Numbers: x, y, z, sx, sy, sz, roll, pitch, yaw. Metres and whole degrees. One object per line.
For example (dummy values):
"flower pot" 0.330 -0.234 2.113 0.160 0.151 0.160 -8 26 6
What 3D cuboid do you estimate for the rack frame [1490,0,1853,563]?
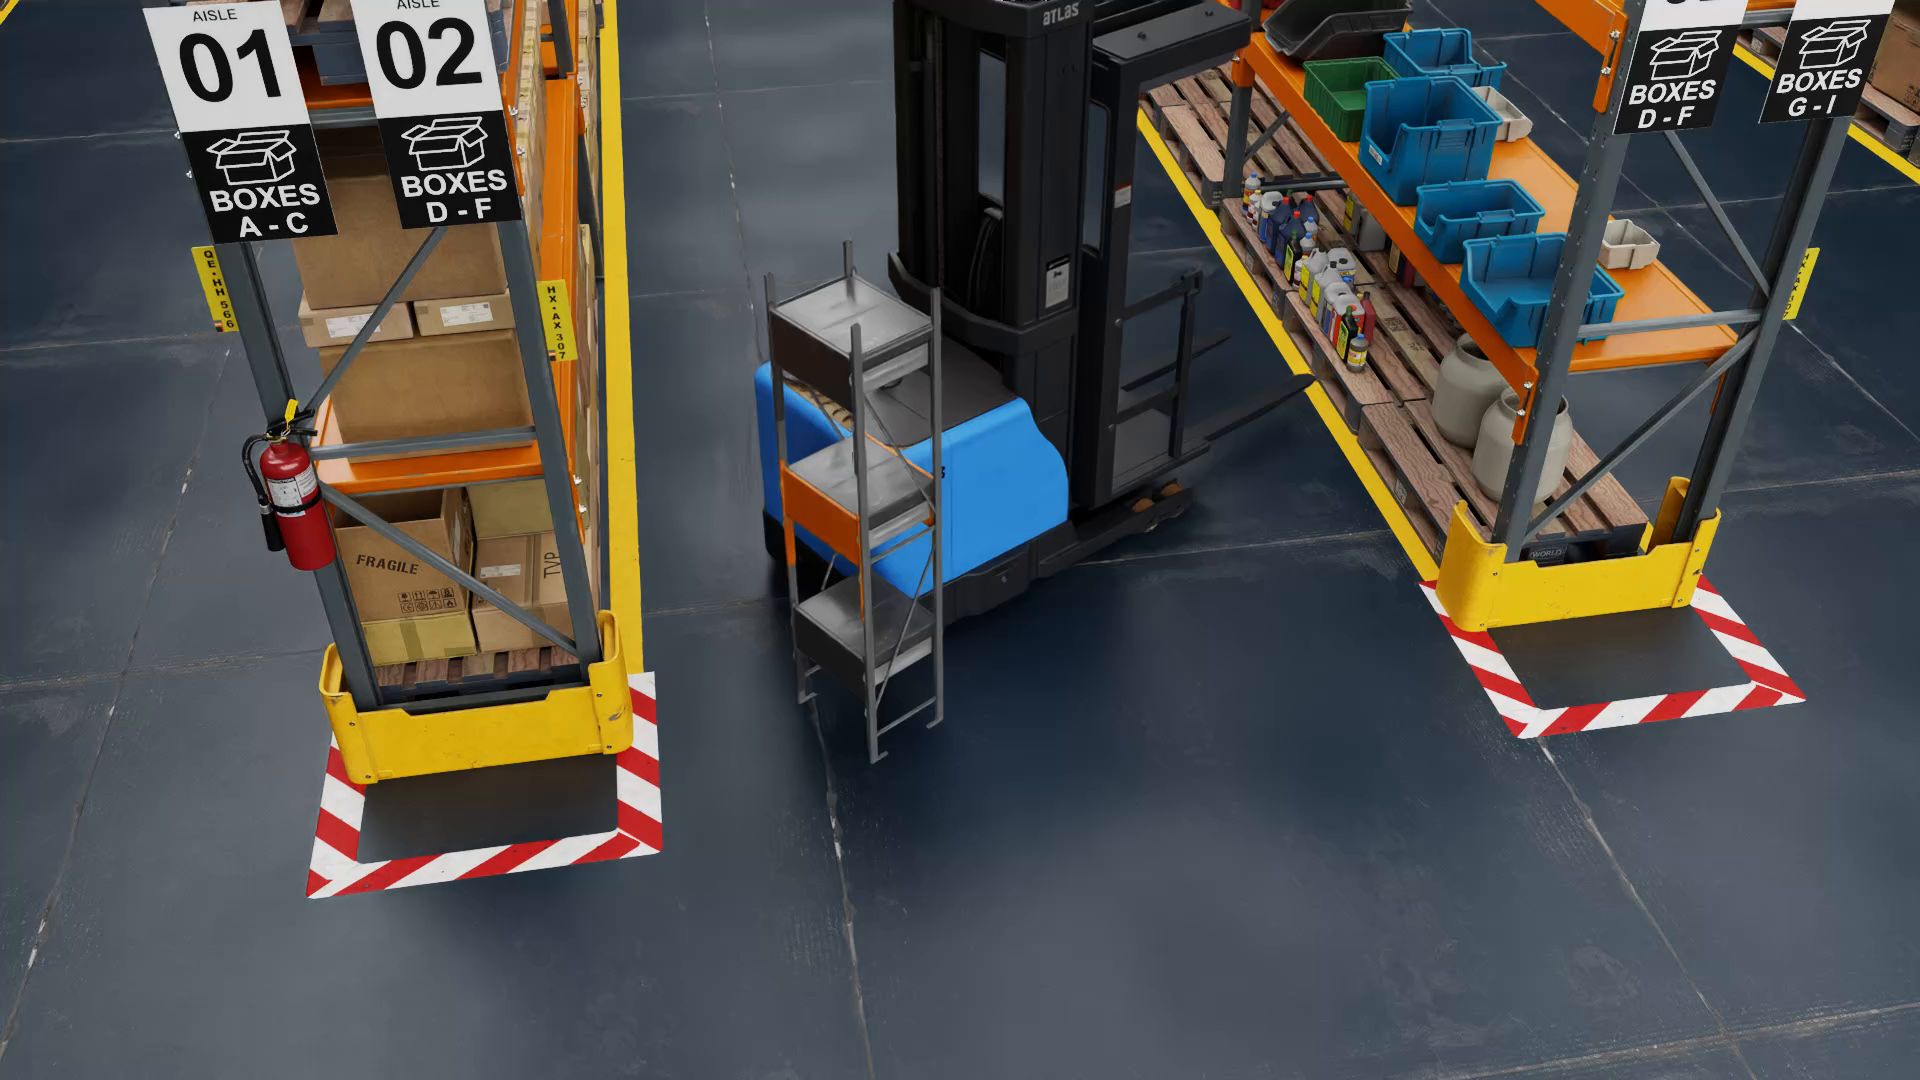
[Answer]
"rack frame" 2.892 -0.883 6.841 1.000 3.000 0.127 -6 38 -8

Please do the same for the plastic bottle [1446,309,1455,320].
"plastic bottle" 2.803 -1.375 9.340 0.097 0.271 0.097 0 38 0

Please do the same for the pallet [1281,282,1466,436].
"pallet" 2.484 -1.049 9.328 1.003 0.211 1.213 -6 38 -8

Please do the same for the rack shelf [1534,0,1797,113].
"rack shelf" 2.541 -2.991 7.696 1.077 0.370 4.000 -6 38 -8

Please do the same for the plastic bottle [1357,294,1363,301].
"plastic bottle" 2.216 -1.277 9.271 0.097 0.201 0.097 0 38 0

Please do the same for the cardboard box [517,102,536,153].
"cardboard box" -2.111 -1.836 7.459 0.380 0.149 0.250 -6 38 -8

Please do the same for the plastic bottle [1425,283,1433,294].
"plastic bottle" 2.749 -1.531 9.598 0.097 0.201 0.097 0 38 0

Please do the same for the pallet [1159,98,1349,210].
"pallet" 2.014 -2.668 11.412 1.003 0.211 1.213 -6 38 -8

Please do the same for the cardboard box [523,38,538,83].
"cardboard box" -2.252 -2.308 8.065 0.380 0.149 0.250 -6 38 -8

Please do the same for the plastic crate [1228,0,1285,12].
"plastic crate" 1.804 -3.584 10.265 0.402 0.464 0.583 -6 38 -8

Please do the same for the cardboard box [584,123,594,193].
"cardboard box" -2.514 -2.346 10.167 0.500 0.311 0.500 -6 38 -8

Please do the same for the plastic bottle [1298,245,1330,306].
"plastic bottle" 2.031 -1.523 9.466 0.144 0.351 0.185 -7 38 -8

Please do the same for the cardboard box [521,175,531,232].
"cardboard box" -1.976 -1.371 6.859 0.380 0.149 0.250 -7 38 -9

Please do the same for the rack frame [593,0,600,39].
"rack frame" -3.388 -5.184 12.378 1.000 3.000 0.127 -6 38 -8

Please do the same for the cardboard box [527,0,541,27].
"cardboard box" -2.387 -2.773 8.664 0.380 0.149 0.250 -7 38 -9

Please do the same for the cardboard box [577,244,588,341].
"cardboard box" -2.223 -1.283 8.644 0.500 0.500 0.500 -6 38 -8

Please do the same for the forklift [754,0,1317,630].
"forklift" 0.528 -1.422 7.591 3.031 2.935 1.130 -27 45 -30

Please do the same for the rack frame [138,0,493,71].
"rack frame" -1.986 -2.721 4.318 1.000 3.000 0.127 -6 38 -8

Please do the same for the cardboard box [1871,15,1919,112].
"cardboard box" 6.980 -3.391 11.749 0.700 0.500 0.500 -9 39 -11

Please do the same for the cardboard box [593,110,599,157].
"cardboard box" -2.696 -2.740 11.131 0.500 0.250 0.500 -7 38 -9

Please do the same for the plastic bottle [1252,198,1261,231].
"plastic bottle" 1.850 -2.005 10.208 0.097 0.201 0.097 0 38 0

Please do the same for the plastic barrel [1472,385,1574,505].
"plastic barrel" 2.701 -0.455 7.977 0.421 0.512 0.421 0 38 0

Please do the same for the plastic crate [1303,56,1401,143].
"plastic crate" 2.150 -2.365 8.922 0.450 0.188 0.662 -6 38 -8

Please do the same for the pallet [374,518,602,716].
"pallet" -2.161 0.292 7.602 1.003 0.211 1.213 -6 38 -8

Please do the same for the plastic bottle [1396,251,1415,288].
"plastic bottle" 2.597 -1.620 9.646 0.061 0.283 0.133 -6 38 -8

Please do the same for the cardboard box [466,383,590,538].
"cardboard box" -1.950 -0.378 7.479 0.500 0.500 0.500 -6 38 -8

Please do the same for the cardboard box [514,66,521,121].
"cardboard box" -2.339 -2.143 7.325 0.700 0.500 0.500 -6 38 -8

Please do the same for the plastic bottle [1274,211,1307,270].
"plastic bottle" 1.956 -1.780 9.797 0.144 0.351 0.185 -8 39 -10

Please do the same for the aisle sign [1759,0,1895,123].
"aisle sign" 3.193 -1.897 6.028 0.394 0.787 0.004 -6 38 -8

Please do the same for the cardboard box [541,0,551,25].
"cardboard box" -2.641 -3.226 10.062 0.380 0.149 0.250 -6 38 -8

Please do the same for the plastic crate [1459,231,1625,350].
"plastic crate" 2.509 -1.094 7.234 0.499 0.251 0.616 -6 38 -8

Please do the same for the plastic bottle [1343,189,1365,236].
"plastic bottle" 2.445 -2.053 10.148 0.144 0.351 0.185 -6 38 -8

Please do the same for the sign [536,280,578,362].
"sign" -1.438 -0.781 5.941 0.100 0.325 0.005 -6 38 -8

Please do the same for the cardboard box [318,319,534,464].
"cardboard box" -2.055 -0.675 6.492 0.700 0.500 0.500 -6 38 -8

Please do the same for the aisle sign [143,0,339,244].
"aisle sign" -2.263 -1.307 5.269 0.394 0.787 0.004 -6 38 -8

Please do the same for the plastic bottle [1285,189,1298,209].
"plastic bottle" 2.003 -1.980 10.109 0.061 0.283 0.133 -6 38 -8

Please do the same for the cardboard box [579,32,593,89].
"cardboard box" -2.785 -3.274 11.362 0.500 0.311 0.500 -5 38 -7

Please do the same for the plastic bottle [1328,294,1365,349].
"plastic bottle" 2.121 -1.198 9.109 0.152 0.276 0.135 -6 38 -8

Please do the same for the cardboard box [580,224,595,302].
"cardboard box" -2.391 -1.592 9.653 0.500 0.250 0.500 -6 38 -8

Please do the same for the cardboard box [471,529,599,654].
"cardboard box" -1.861 0.220 7.321 0.500 0.250 0.500 -6 38 -8

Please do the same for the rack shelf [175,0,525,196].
"rack shelf" -2.336 -2.461 7.014 1.077 0.370 4.000 -6 38 -8

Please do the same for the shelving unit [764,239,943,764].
"shelving unit" -0.388 -0.089 6.551 0.431 2.100 0.503 -29 46 -32

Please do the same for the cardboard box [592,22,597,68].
"cardboard box" -2.962 -3.662 12.317 0.500 0.250 0.500 -7 38 -8

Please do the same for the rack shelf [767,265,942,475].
"rack shelf" -0.387 -0.632 6.132 0.431 0.518 0.480 -29 46 -32

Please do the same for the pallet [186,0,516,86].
"pallet" -2.084 -1.932 5.818 1.003 0.211 1.213 -6 38 -8

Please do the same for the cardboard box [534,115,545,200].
"cardboard box" -2.420 -1.919 8.094 0.700 0.500 0.500 -6 38 -7

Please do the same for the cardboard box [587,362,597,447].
"cardboard box" -2.122 -0.686 8.487 0.500 0.250 0.500 -6 38 -8

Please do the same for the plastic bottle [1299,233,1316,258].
"plastic bottle" 2.019 -1.664 9.712 0.097 0.271 0.097 0 38 0
